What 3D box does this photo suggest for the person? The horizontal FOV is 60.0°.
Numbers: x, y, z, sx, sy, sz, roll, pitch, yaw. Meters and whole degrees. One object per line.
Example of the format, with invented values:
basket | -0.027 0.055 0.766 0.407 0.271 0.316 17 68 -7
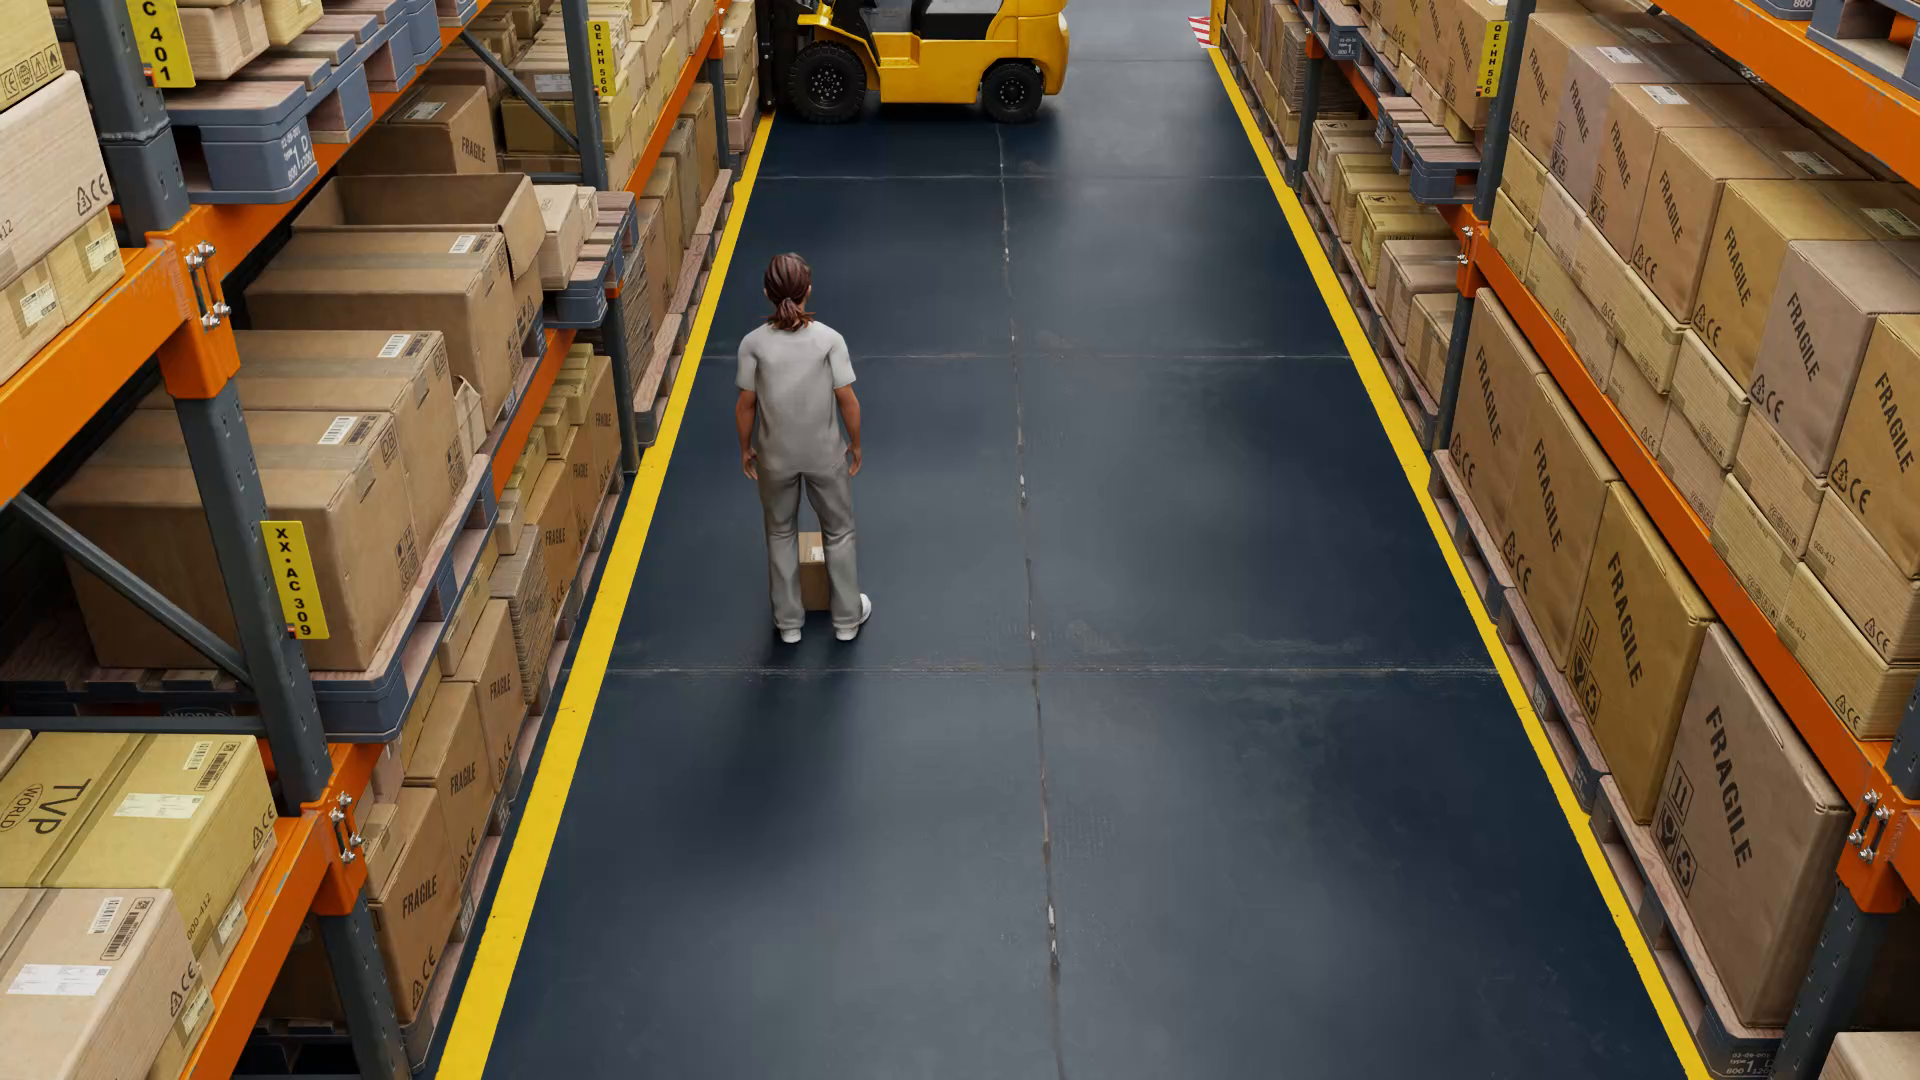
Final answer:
person | -0.634 -0.340 6.688 0.504 1.673 0.348 -1 32 -2
